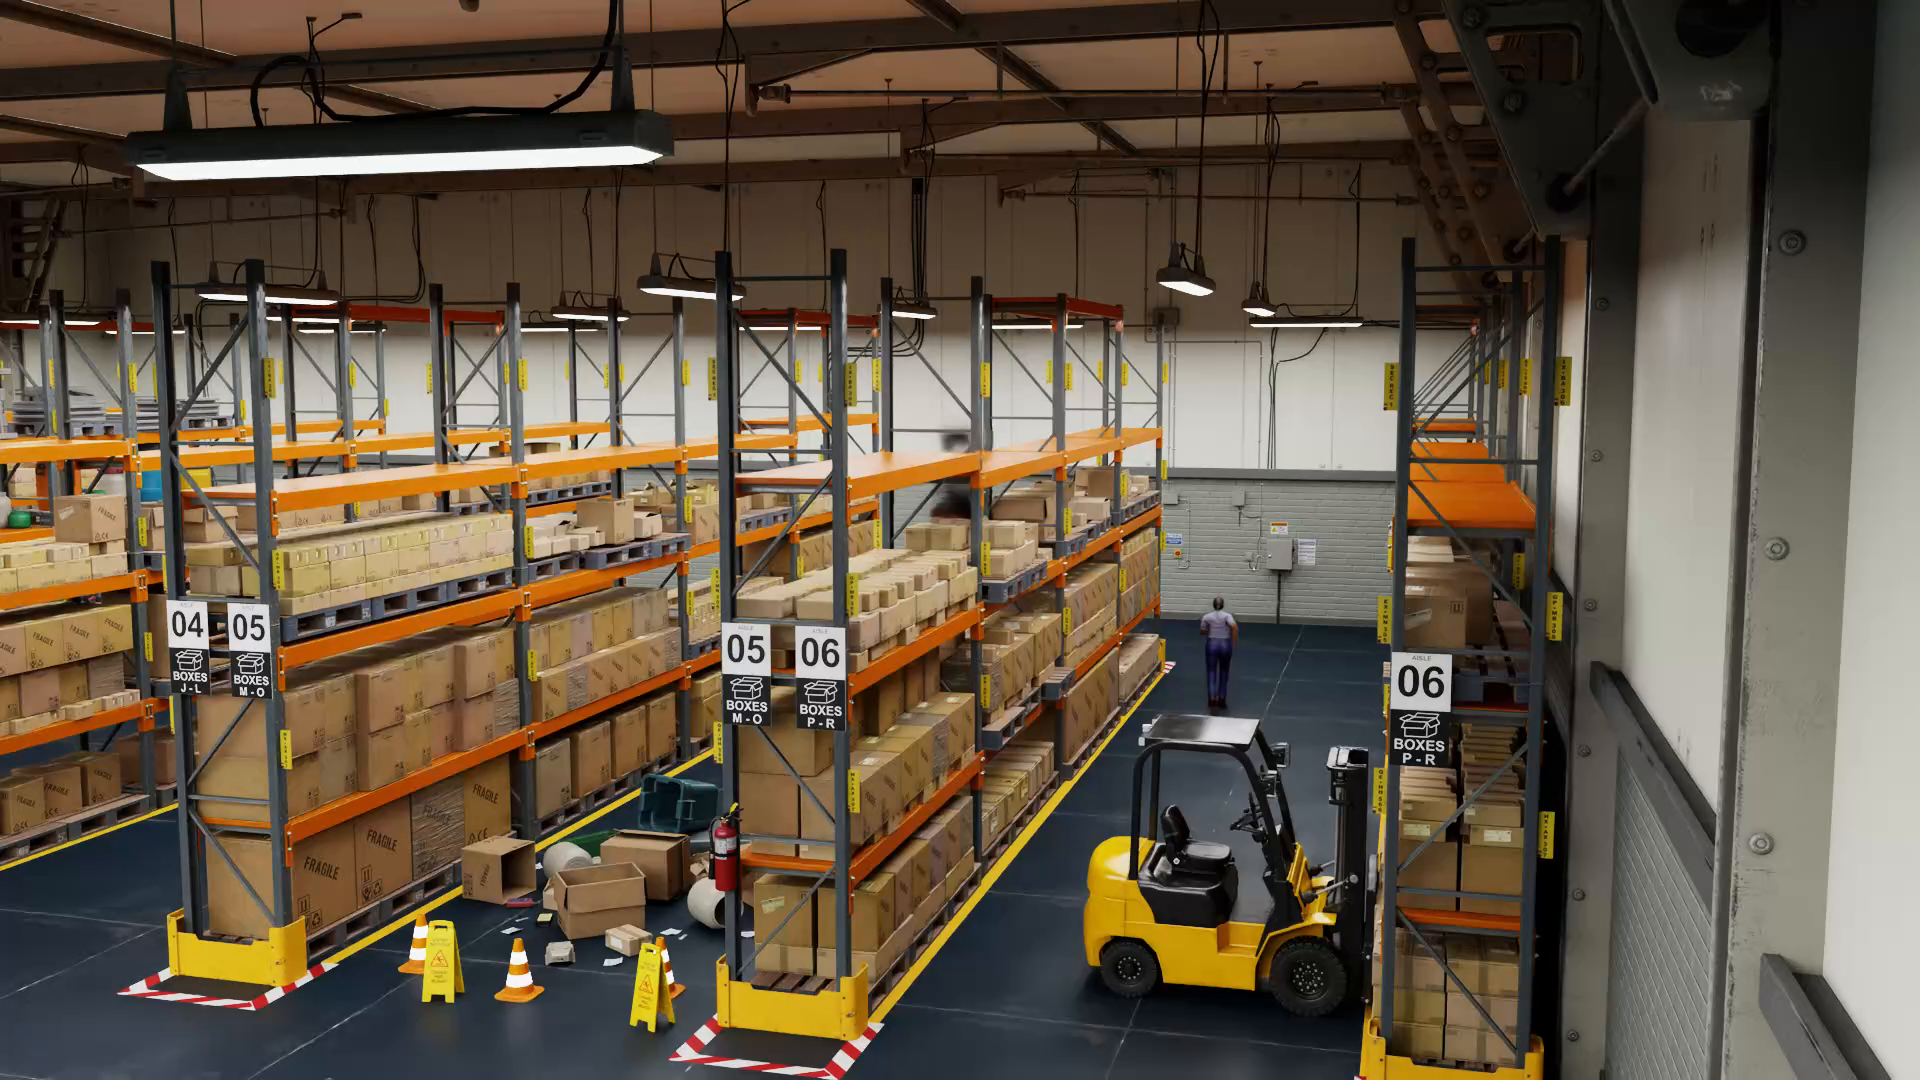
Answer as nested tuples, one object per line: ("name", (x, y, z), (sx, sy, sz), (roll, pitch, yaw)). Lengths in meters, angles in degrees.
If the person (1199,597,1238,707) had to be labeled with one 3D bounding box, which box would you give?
("person", (3.873, 1.699, 24.981), (0.580, 1.694, 0.855), (1, 6, 7))
